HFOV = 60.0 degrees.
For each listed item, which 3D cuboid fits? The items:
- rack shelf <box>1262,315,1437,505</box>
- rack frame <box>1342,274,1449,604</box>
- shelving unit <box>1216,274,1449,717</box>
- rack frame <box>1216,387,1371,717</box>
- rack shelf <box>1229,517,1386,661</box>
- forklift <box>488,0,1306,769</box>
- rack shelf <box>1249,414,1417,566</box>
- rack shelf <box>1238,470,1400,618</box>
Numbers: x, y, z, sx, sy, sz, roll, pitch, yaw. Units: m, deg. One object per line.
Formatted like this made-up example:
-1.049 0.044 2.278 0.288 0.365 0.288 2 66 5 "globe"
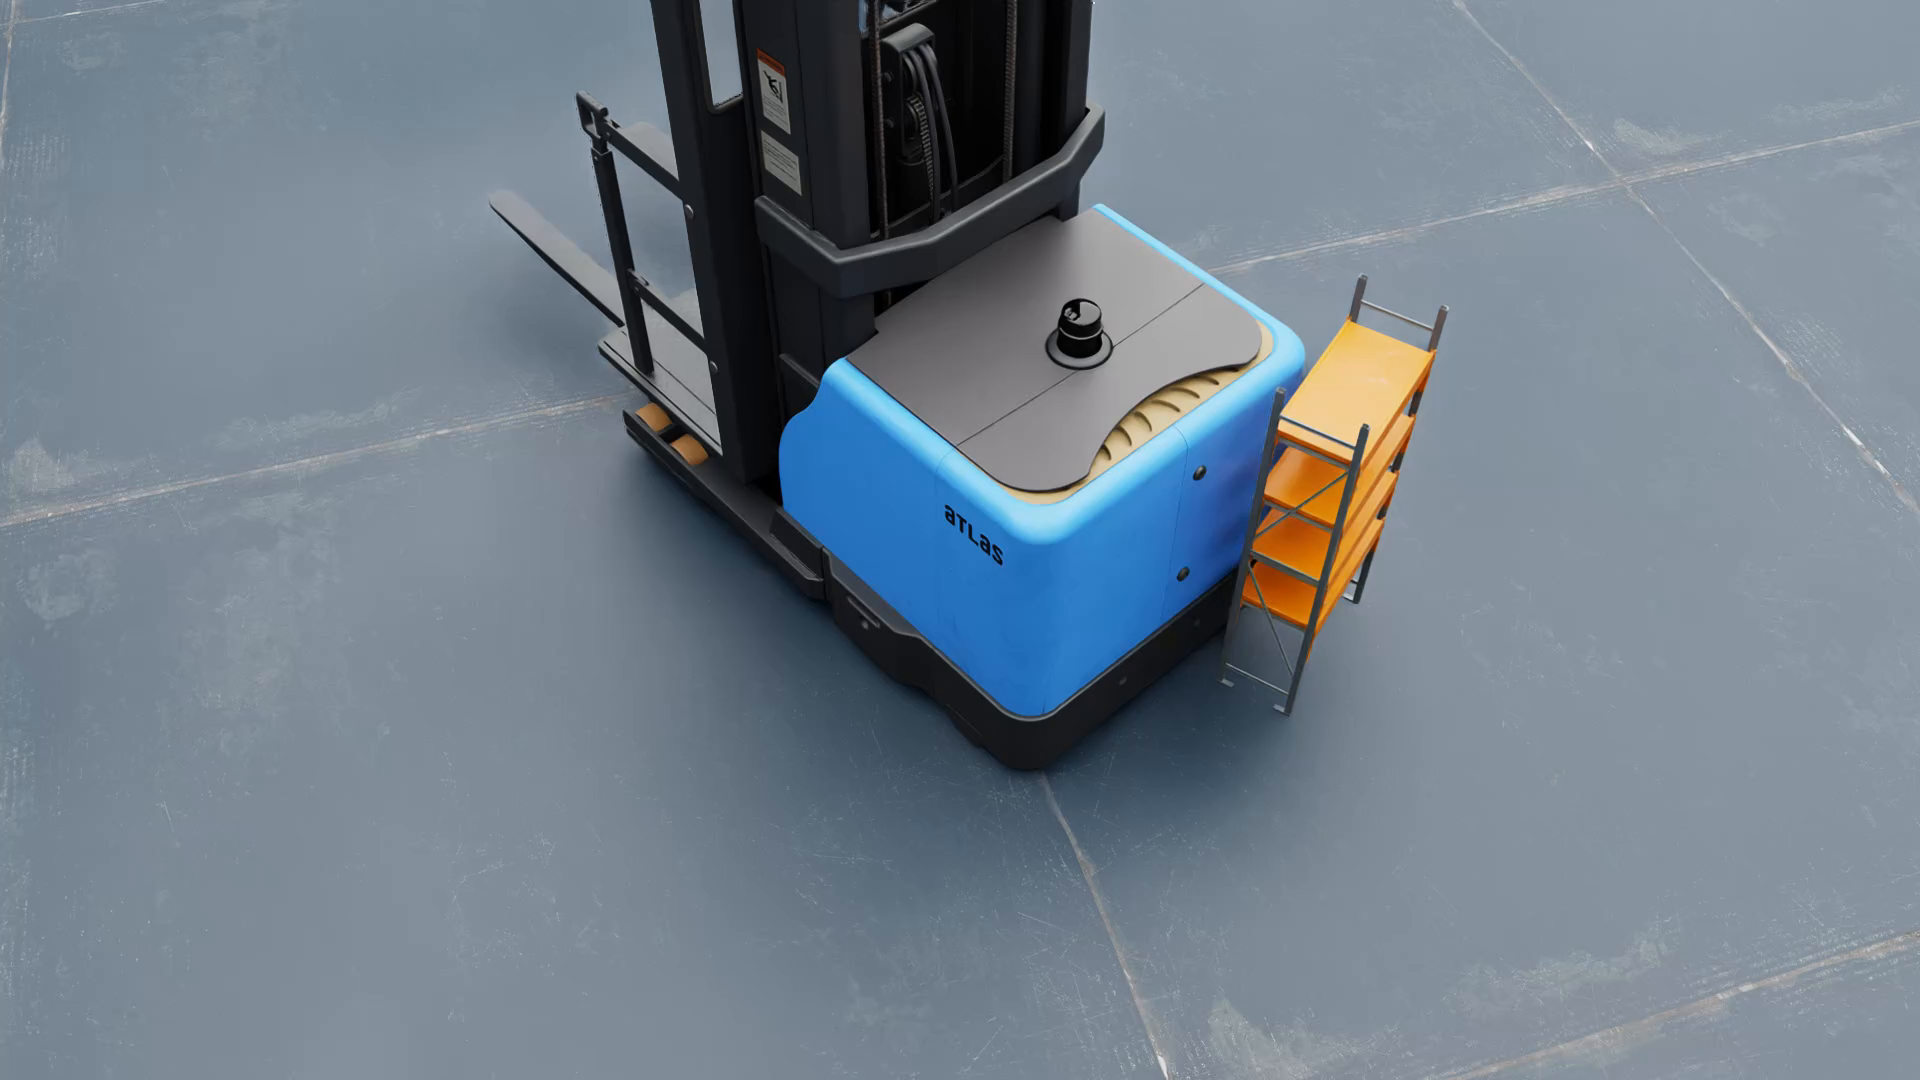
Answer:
0.992 -0.338 4.235 0.258 0.148 0.480 26 55 20 "rack shelf"
1.122 -0.242 4.669 0.240 1.200 0.015 26 55 20 "rack frame"
0.991 -0.085 4.536 0.258 1.200 0.503 26 55 20 "shelving unit"
0.860 0.073 4.404 0.240 1.200 0.015 26 55 20 "rack frame"
0.990 0.086 4.740 0.258 0.148 0.480 26 55 20 "rack shelf"
-0.446 -1.355 4.476 1.130 2.935 3.031 -35 58 -26 "forklift"
0.991 -0.186 4.416 0.258 0.148 0.480 26 55 20 "rack shelf"
0.990 -0.042 4.588 0.258 0.148 0.480 26 55 20 "rack shelf"
